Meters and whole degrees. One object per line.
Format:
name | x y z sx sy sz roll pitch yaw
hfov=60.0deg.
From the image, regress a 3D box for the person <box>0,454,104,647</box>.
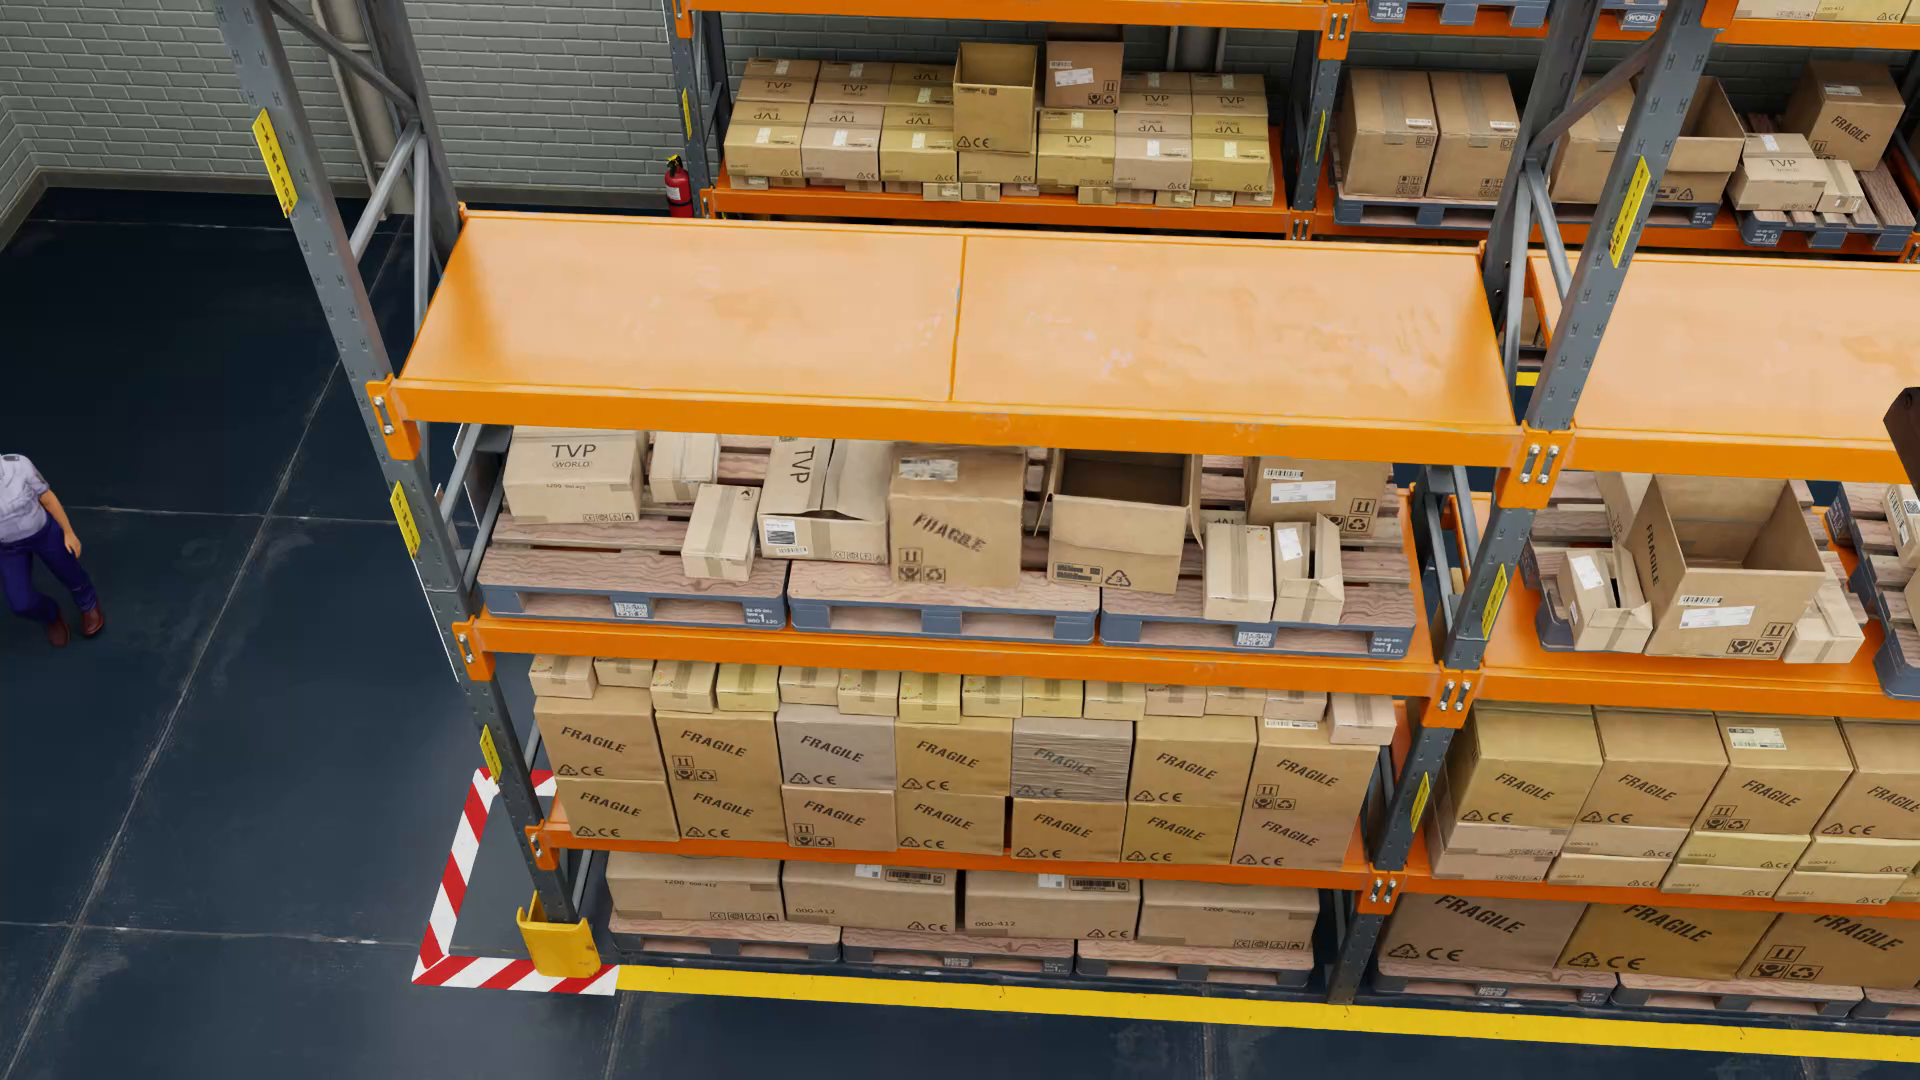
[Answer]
person | -5.383 0.024 9.621 0.522 1.682 0.459 -15 50 -13
